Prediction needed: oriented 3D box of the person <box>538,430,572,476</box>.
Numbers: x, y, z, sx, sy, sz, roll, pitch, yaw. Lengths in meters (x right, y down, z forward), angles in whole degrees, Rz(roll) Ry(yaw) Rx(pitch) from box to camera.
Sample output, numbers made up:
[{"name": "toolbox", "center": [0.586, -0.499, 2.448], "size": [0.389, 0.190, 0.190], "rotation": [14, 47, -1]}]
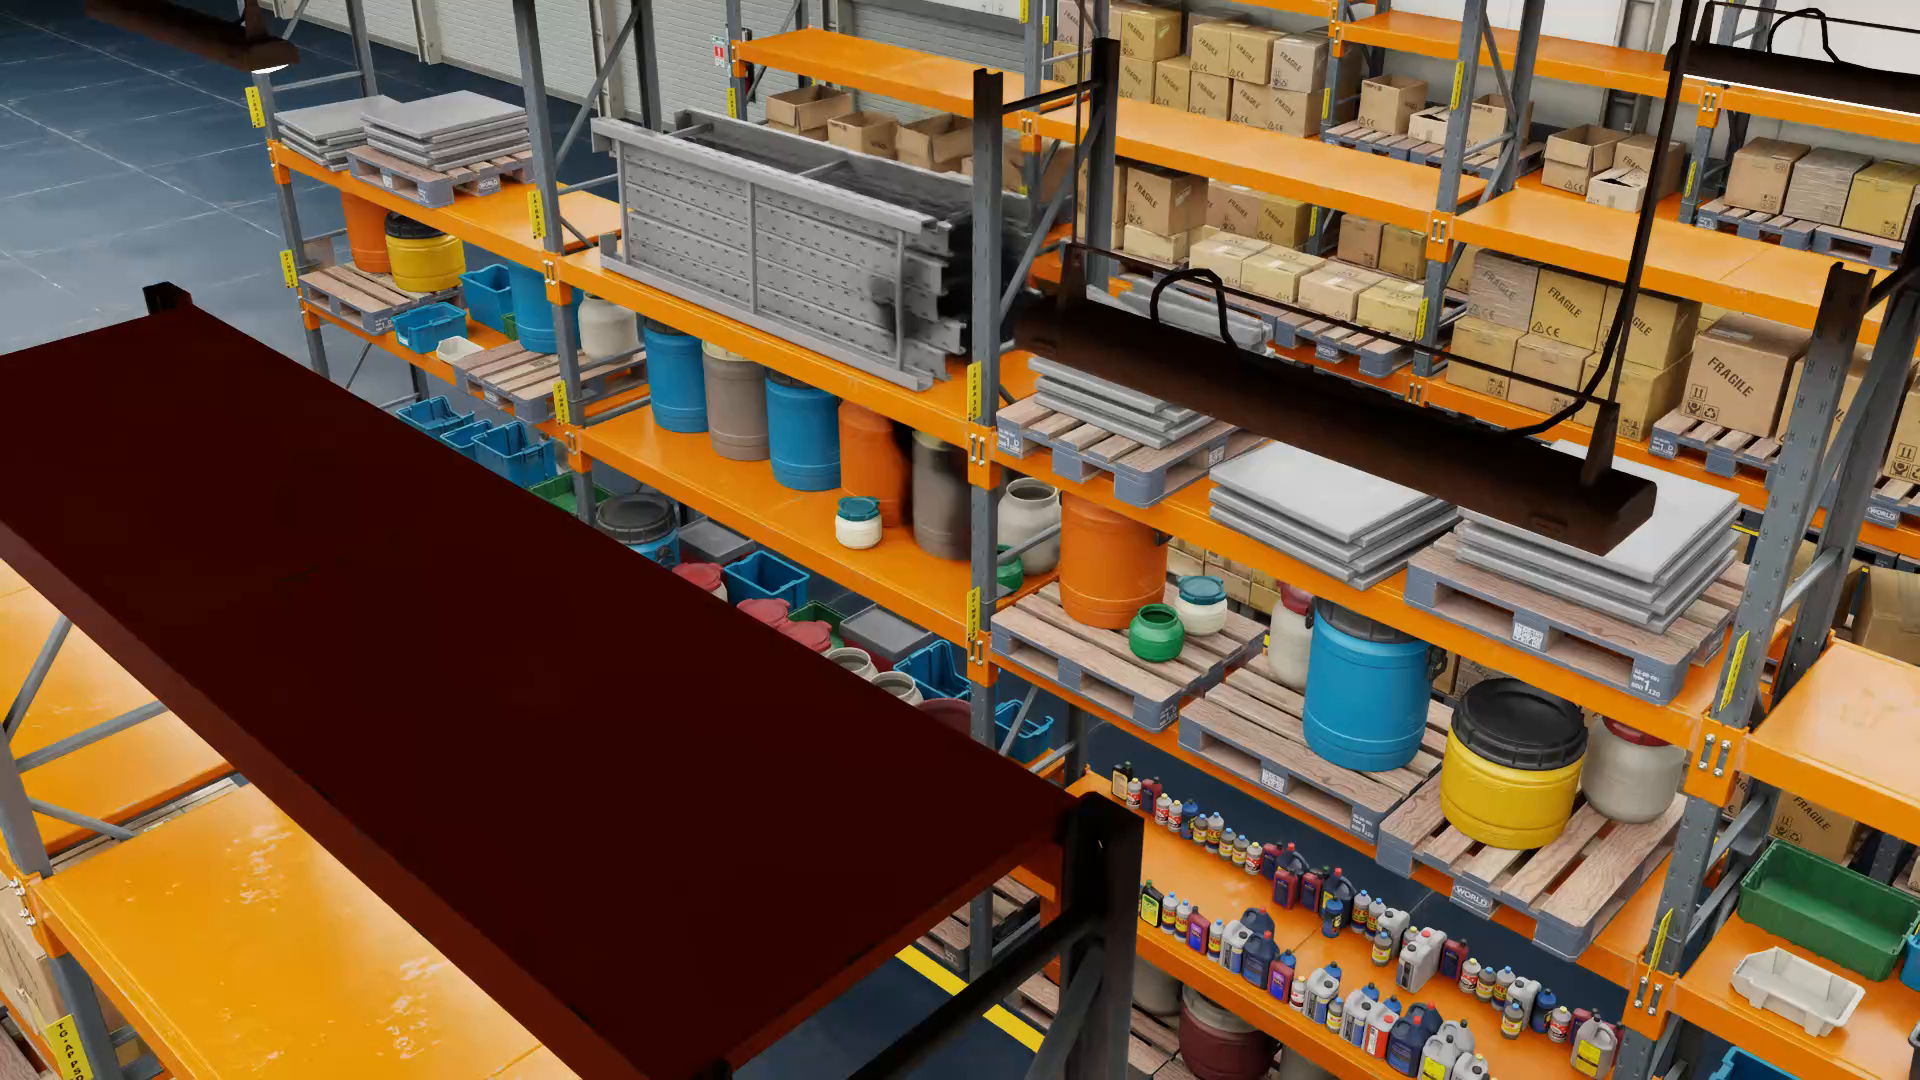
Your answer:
[{"name": "person", "center": [-3.988, -1.072, 16.524], "size": [0.560, 1.623, 0.618], "rotation": [19, 34, 30]}]
